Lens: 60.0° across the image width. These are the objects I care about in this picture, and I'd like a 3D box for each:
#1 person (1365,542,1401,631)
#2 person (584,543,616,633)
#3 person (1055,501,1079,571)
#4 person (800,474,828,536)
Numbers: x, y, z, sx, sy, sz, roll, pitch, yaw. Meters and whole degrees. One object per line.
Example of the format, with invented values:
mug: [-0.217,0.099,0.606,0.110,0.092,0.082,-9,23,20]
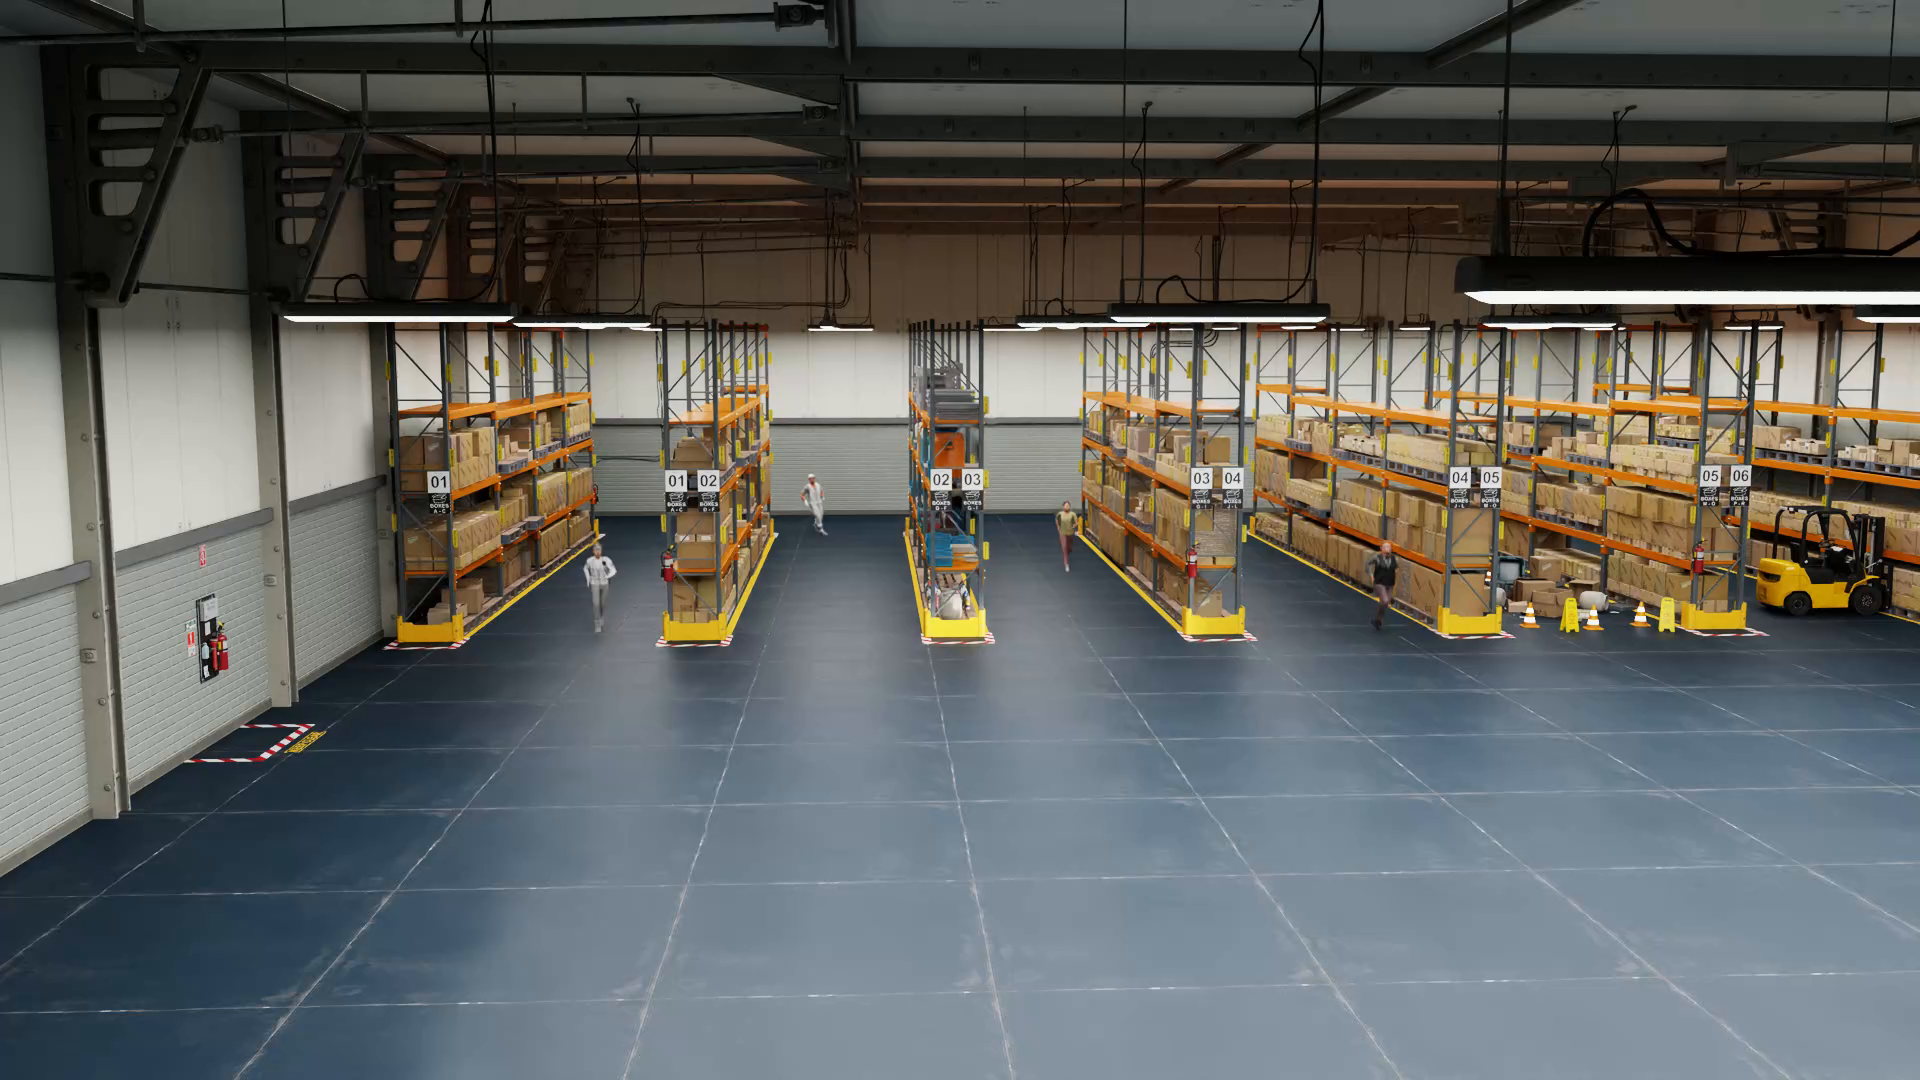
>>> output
person: [8.242,0.895,32.316,0.645,1.722,0.757,-2,7,-17]
person: [-6.983,0.903,32.293,0.605,1.739,0.792,-2,7,-15]
person: [2.630,-0.120,40.845,0.547,1.666,1.114,-1,7,-5]
person: [-4.158,-1.014,47.470,0.719,1.744,0.822,-5,8,-34]
